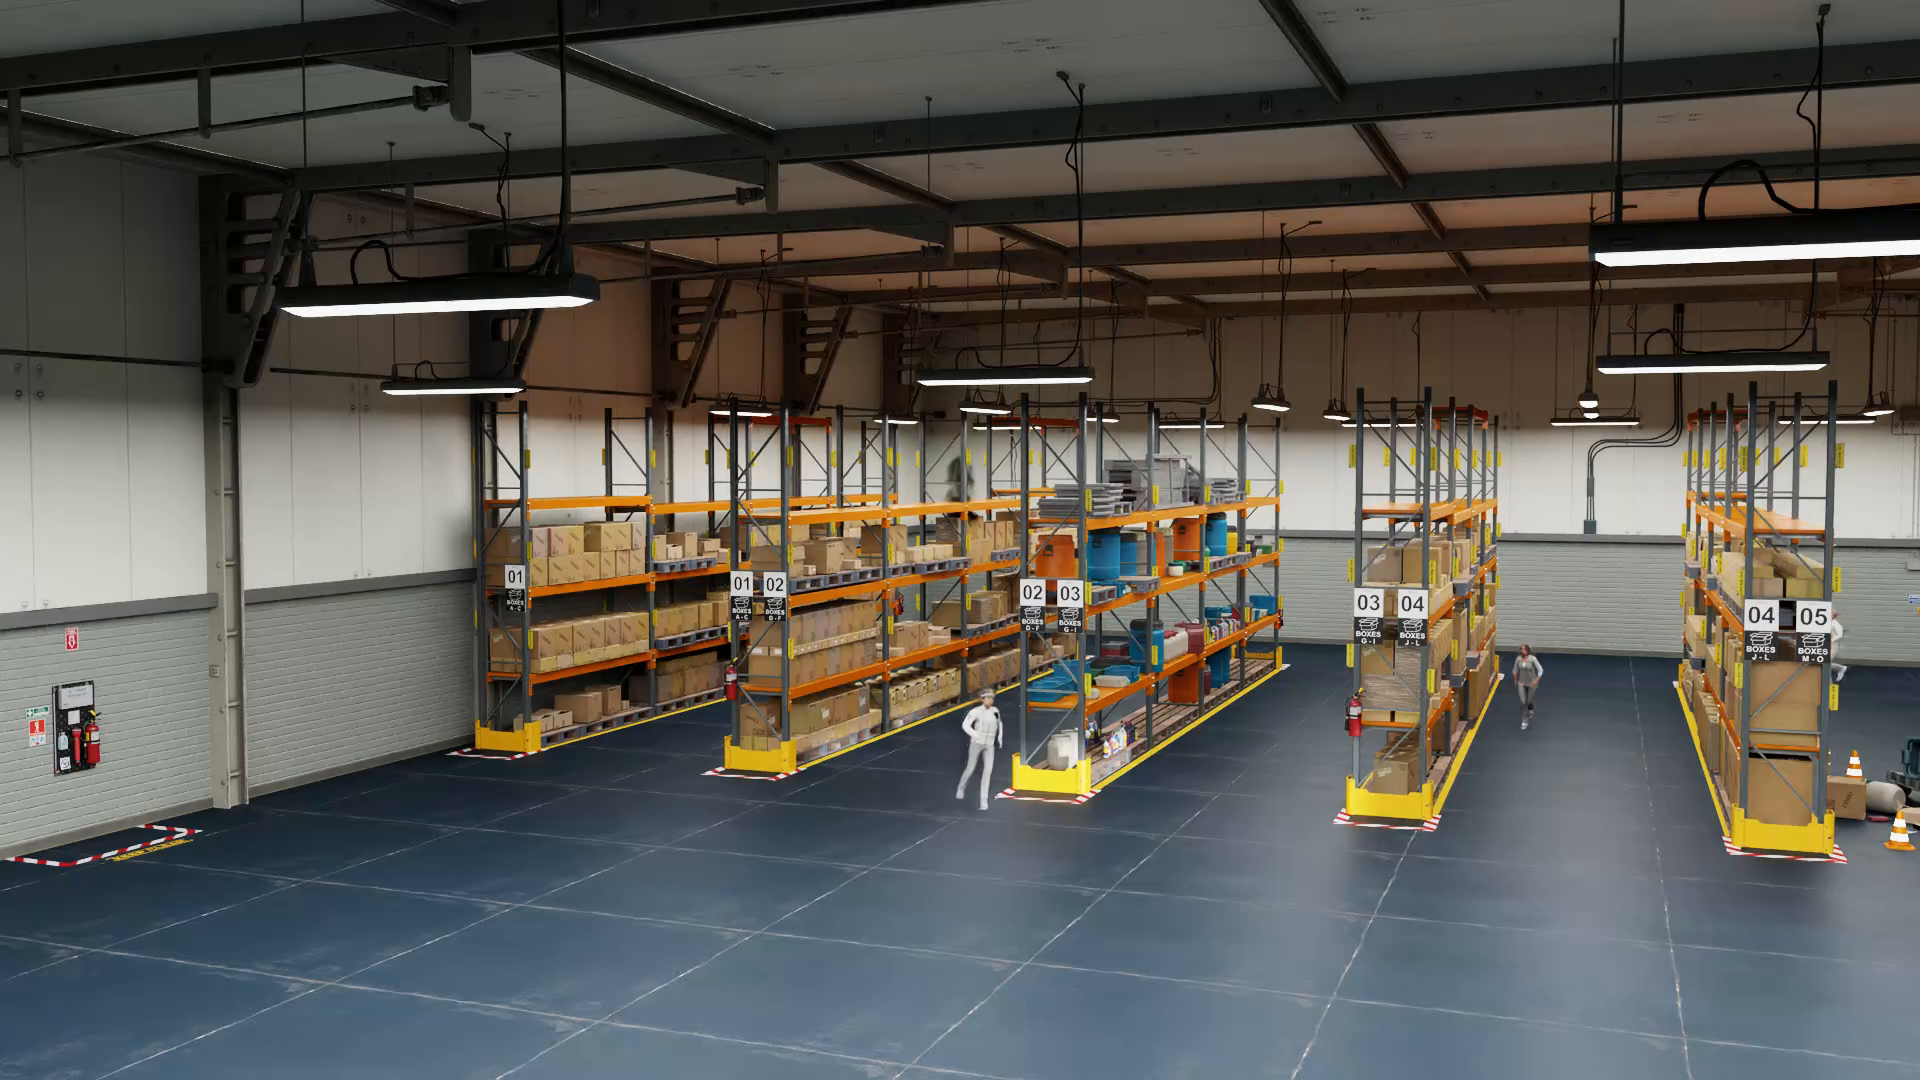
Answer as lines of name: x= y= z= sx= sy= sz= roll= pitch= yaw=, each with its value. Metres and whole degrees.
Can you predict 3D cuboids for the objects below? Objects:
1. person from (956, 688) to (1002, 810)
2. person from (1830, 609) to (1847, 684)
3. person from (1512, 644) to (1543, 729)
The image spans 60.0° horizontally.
person: x=0.347 y=2.990 z=24.085 sx=0.681 sy=1.689 sz=0.875 roll=-1 pitch=3 yaw=-17
person: x=19.090 y=2.370 z=36.406 sx=0.678 sy=1.736 sz=0.710 roll=1 pitch=3 yaw=12
person: x=10.610 y=2.718 z=31.079 sx=0.547 sy=1.587 sz=0.603 roll=2 pitch=3 yaw=32
